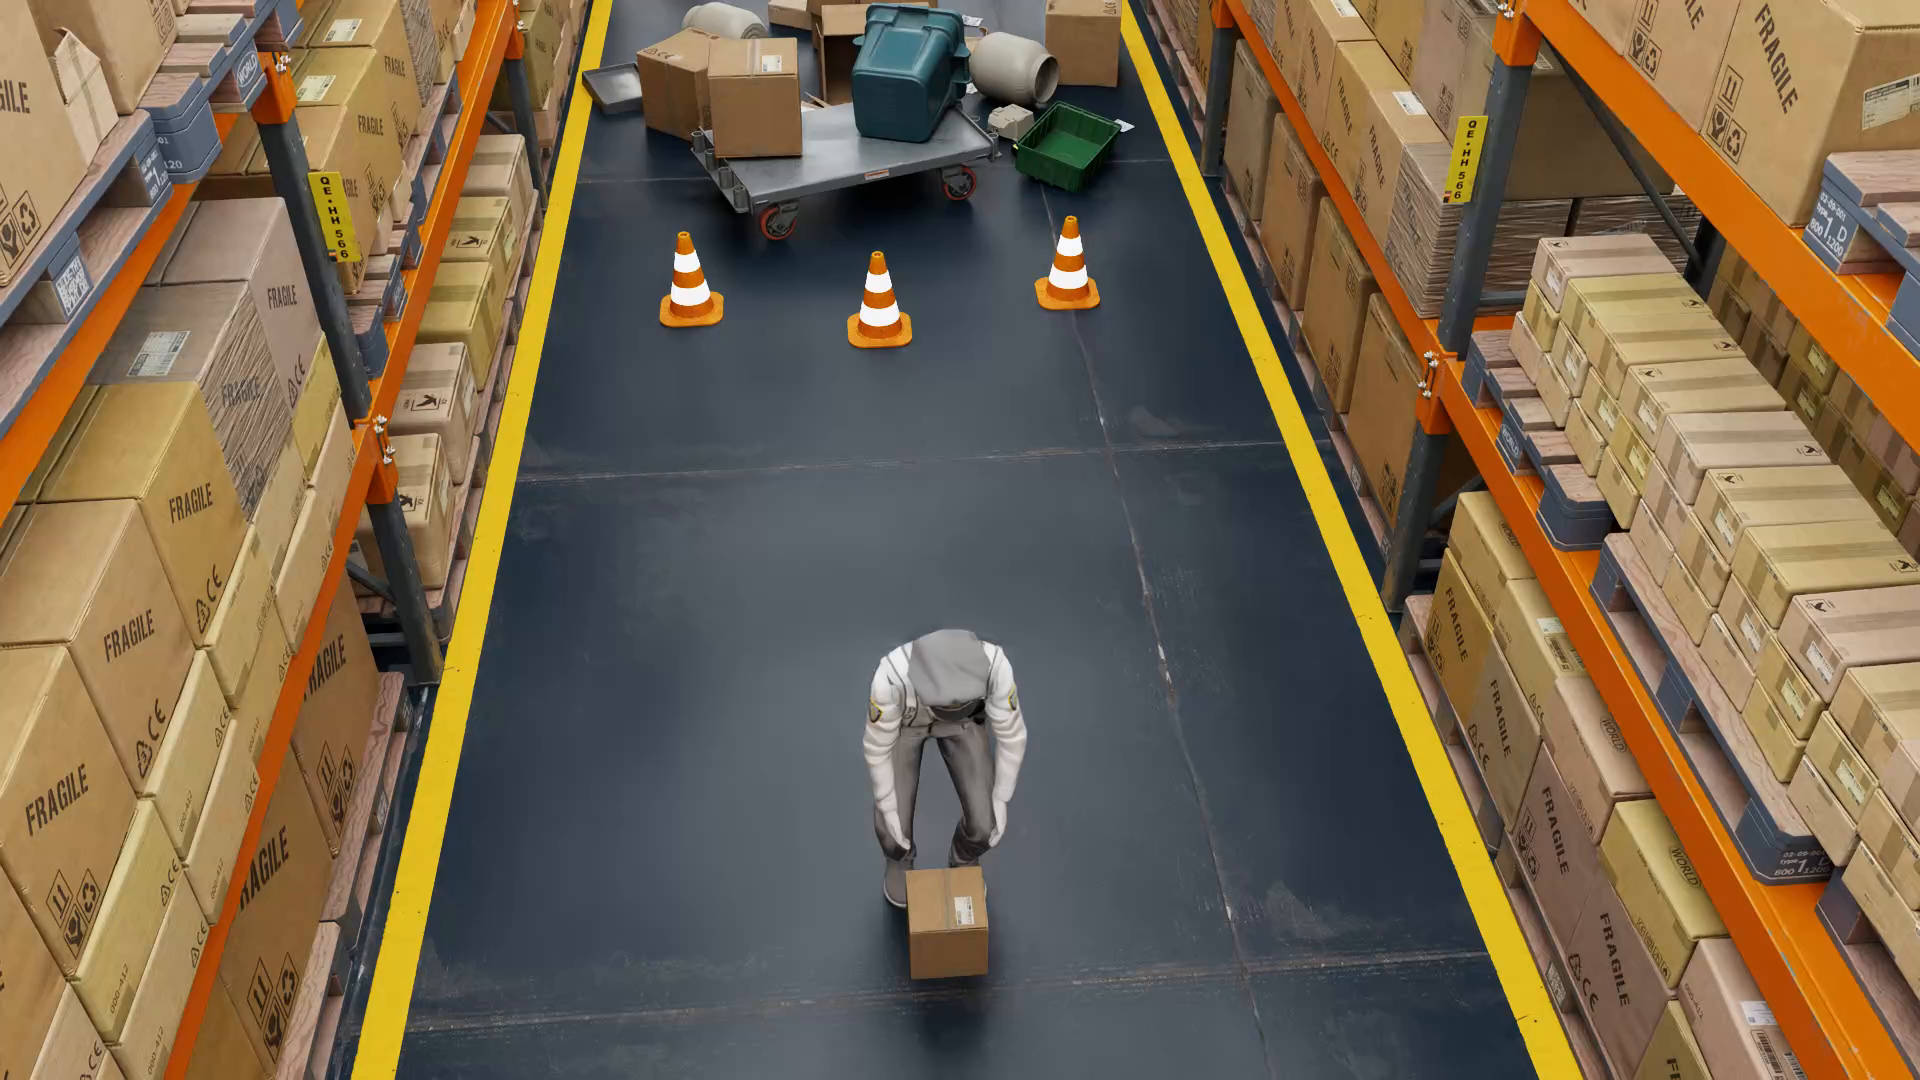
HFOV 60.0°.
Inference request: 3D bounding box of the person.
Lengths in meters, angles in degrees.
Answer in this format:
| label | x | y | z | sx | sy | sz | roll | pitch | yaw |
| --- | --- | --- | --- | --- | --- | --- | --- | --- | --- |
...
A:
| label | x | y | z | sx | sy | sz | roll | pitch | yaw |
| --- | --- | --- | --- | --- | --- | --- | --- | --- | --- |
| person | -0.053 | 0.718 | 5.513 | 0.535 | 1.376 | 0.708 | -3 | 39 | -4 |
